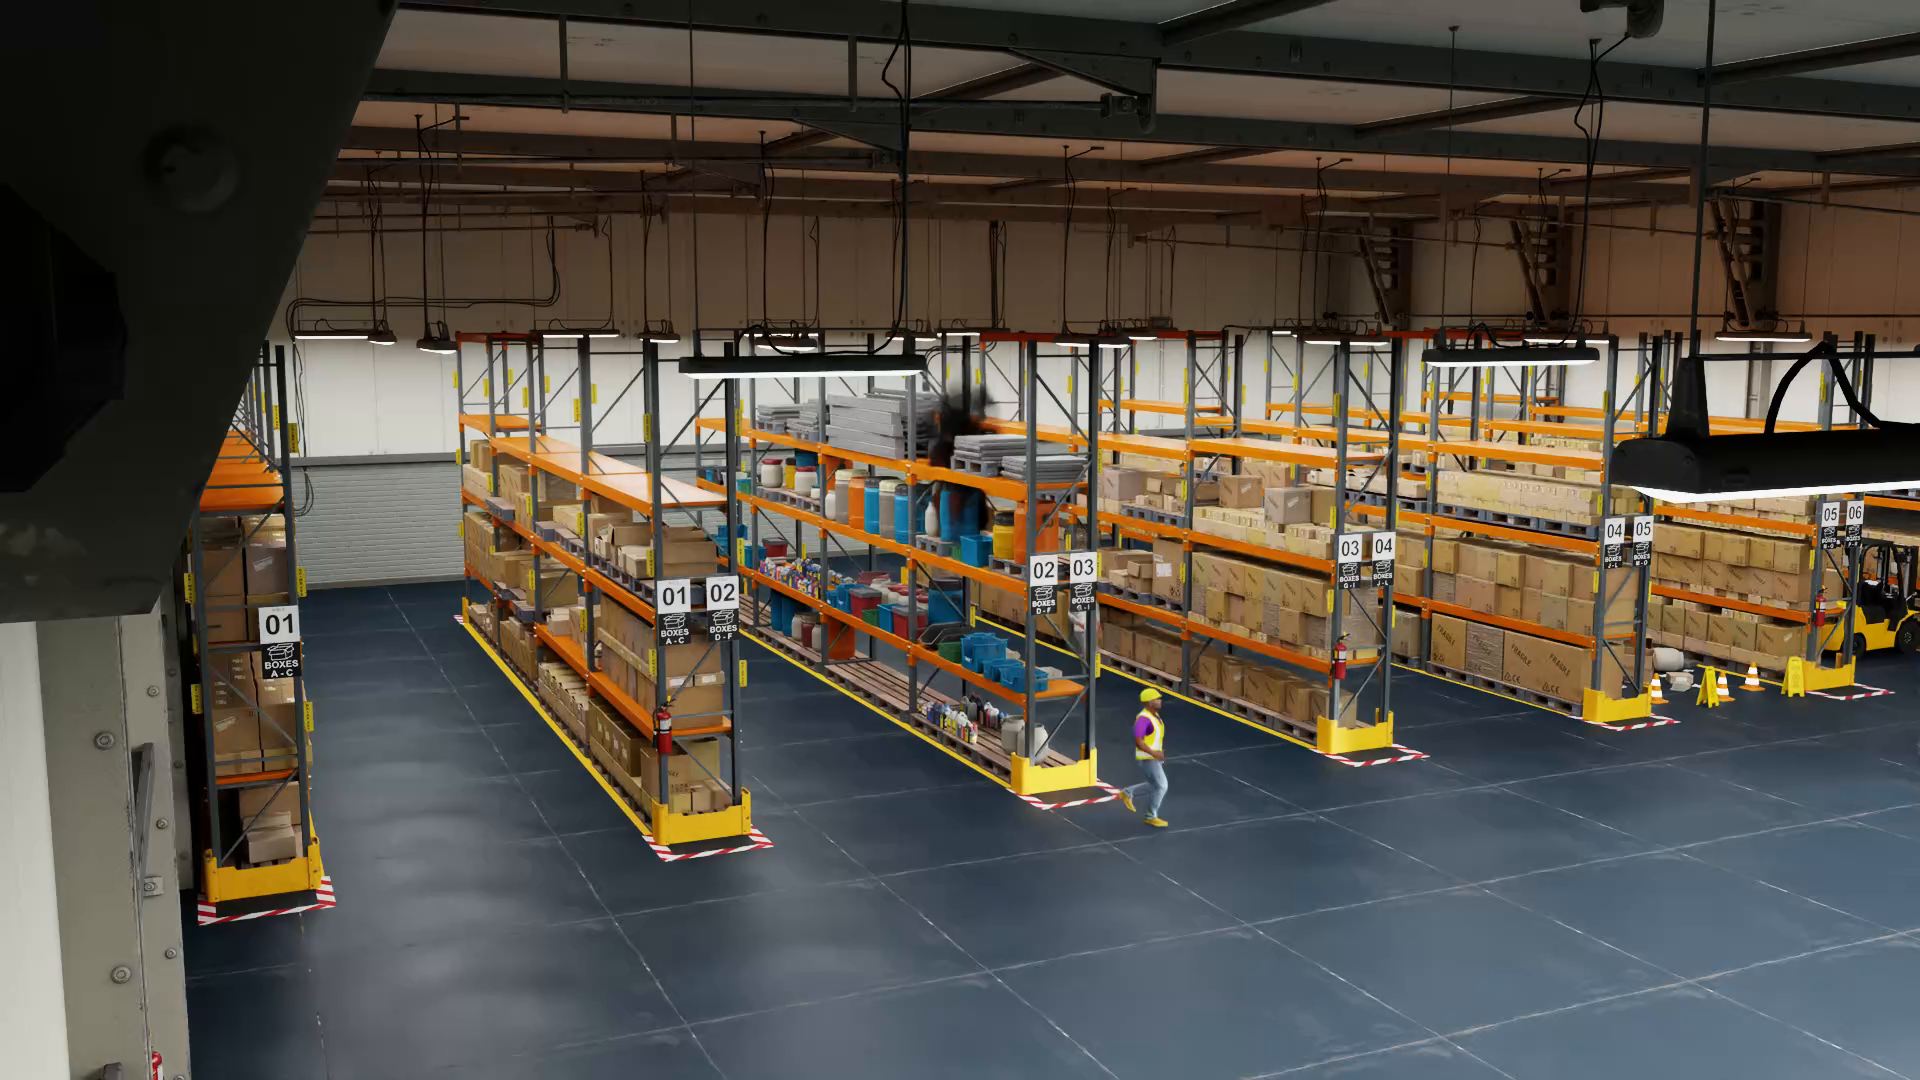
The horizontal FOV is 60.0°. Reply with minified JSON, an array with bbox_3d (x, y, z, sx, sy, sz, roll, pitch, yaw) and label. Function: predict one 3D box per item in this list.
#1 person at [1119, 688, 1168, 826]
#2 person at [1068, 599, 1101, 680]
[{"bbox_3d":[2.294,2.695,20.772,0.642,1.719,0.724,2,8,15],"label":"person"},{"bbox_3d":[2.172,1.576,29.003,0.658,1.748,0.644,-4,9,-27],"label":"person"}]
